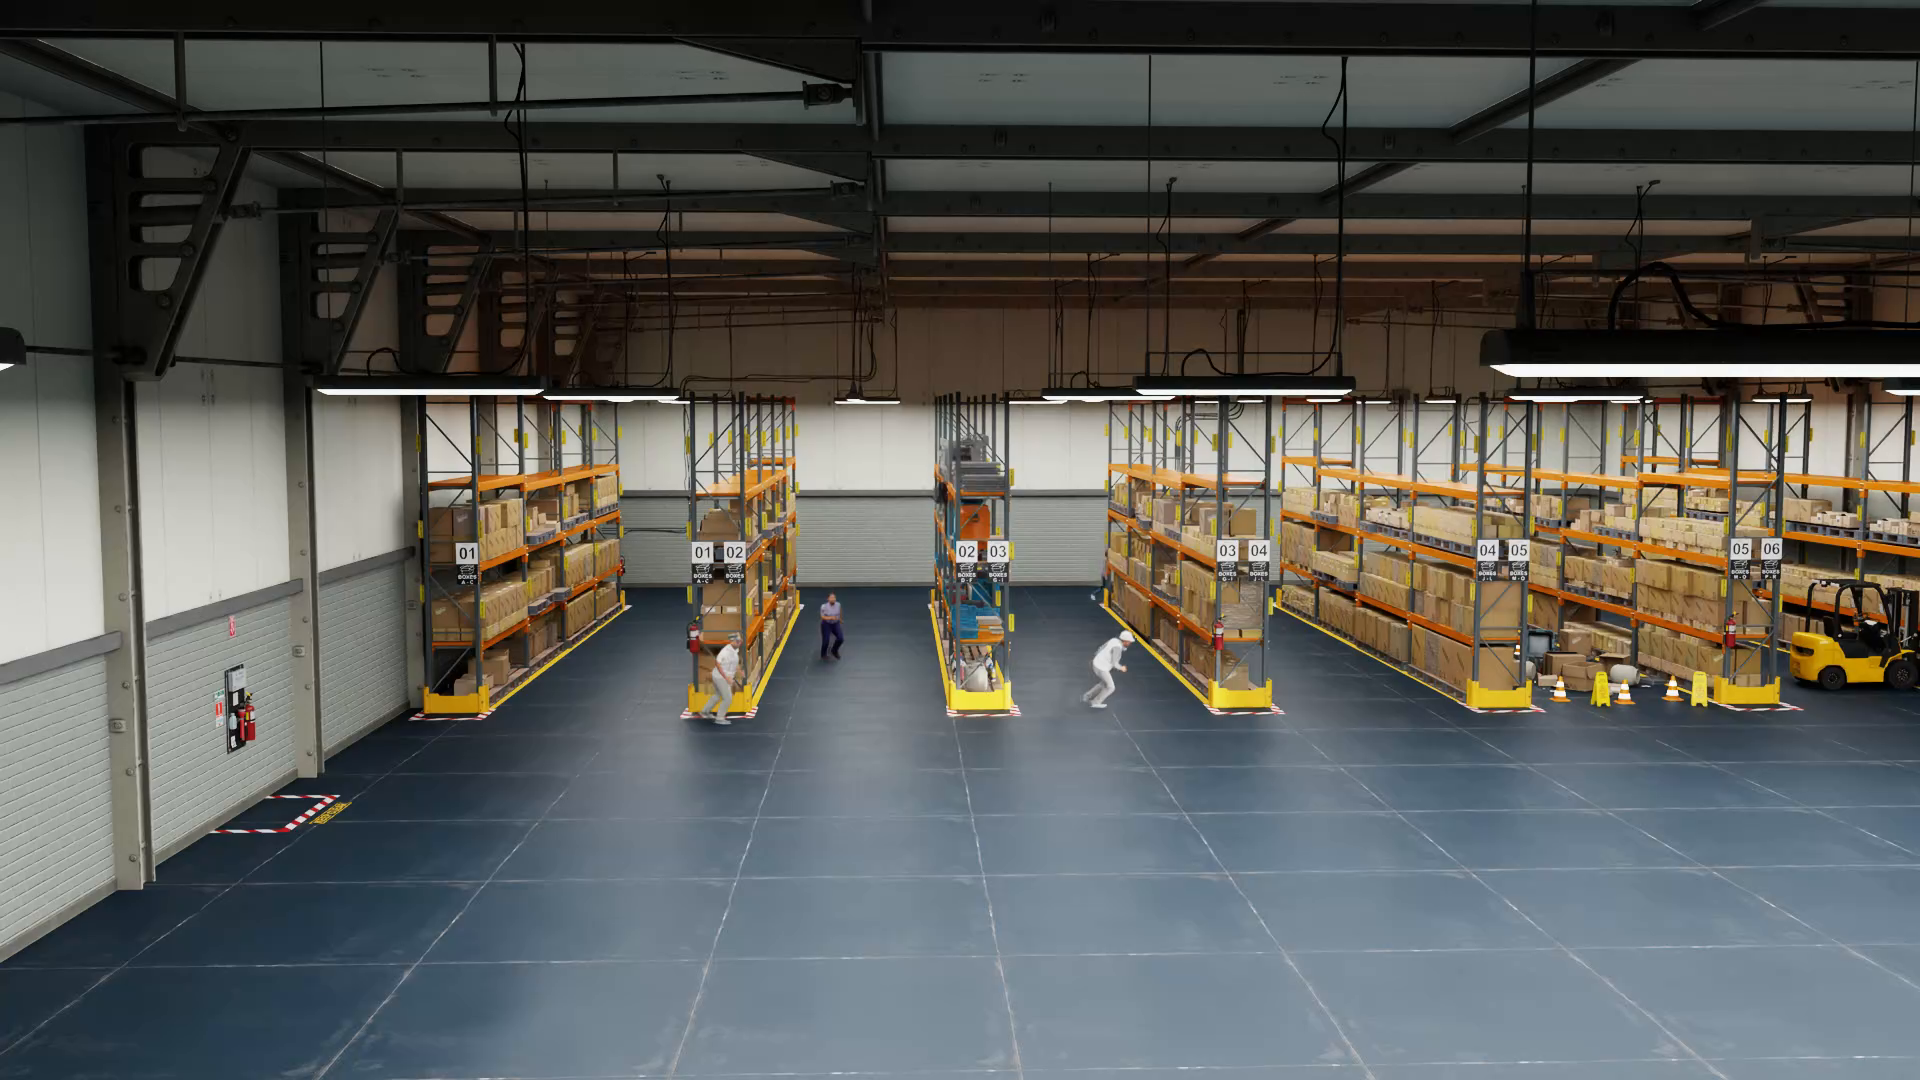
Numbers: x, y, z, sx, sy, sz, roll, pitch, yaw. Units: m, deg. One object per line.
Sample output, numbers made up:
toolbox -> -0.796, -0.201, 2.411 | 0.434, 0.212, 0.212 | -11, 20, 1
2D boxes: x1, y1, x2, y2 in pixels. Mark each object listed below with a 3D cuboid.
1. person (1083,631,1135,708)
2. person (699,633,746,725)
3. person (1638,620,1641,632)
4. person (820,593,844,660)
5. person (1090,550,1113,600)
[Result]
person -> 2.823, 2.455, 31.552 | 0.955, 1.502, 0.663 | 0, 5, -2
person -> -4.308, 2.491, 30.074 | 0.847, 1.676, 0.696 | 0, 5, 5
person -> 17.359, 1.539, 42.114 | 0.609, 1.648, 0.766 | -2, 5, -24
person -> -2.896, 1.943, 37.476 | 0.613, 1.546, 0.867 | -2, 5, -26
person -> 4.179, 1.052, 48.748 | 0.695, 1.547, 0.574 | 1, 5, 13
